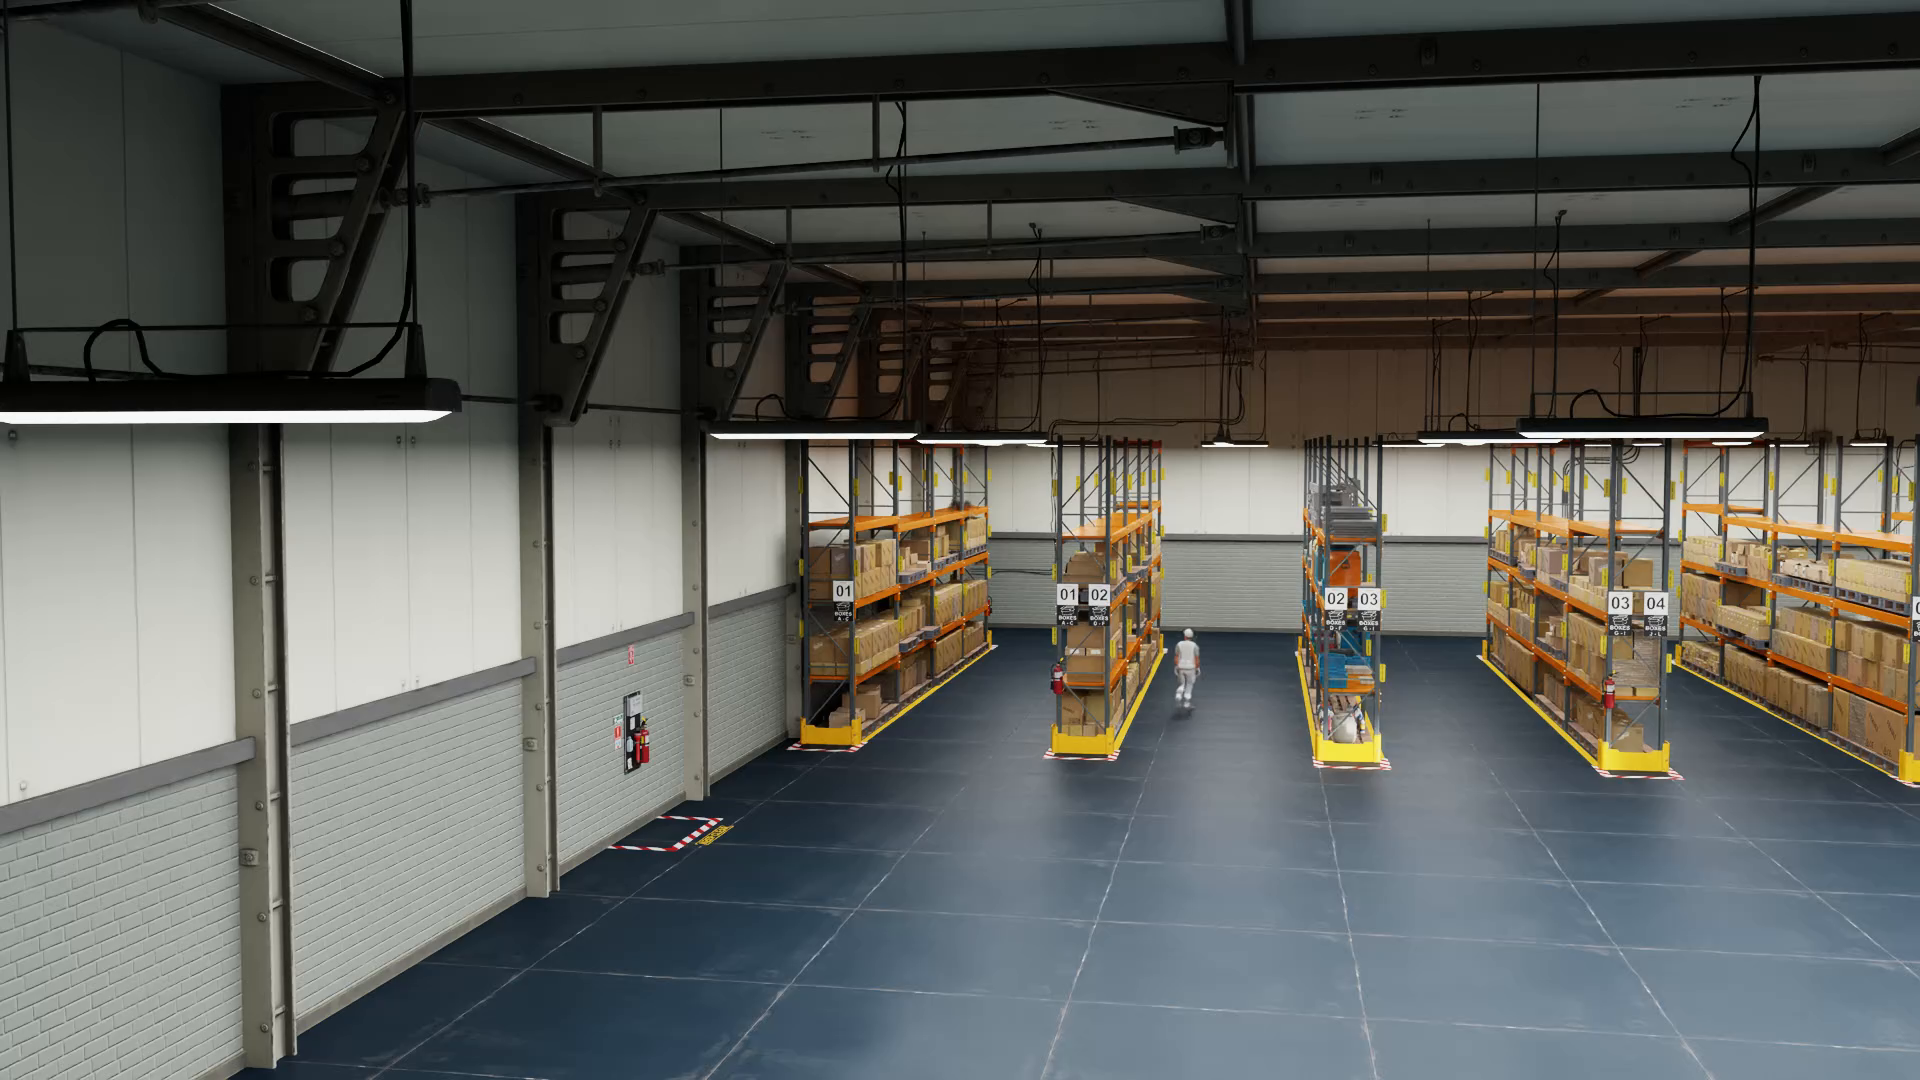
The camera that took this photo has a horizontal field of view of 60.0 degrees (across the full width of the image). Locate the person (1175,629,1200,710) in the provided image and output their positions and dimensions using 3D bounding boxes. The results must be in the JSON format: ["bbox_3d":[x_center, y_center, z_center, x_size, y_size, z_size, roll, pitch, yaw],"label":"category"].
[{"bbox_3d":[4.998,2.838,36.520,0.507,1.784,0.516,-3,4,-41],"label":"person"}]

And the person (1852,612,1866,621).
[{"bbox_3d":[24.505,2.402,45.287,1.077,1.736,0.604,0,3,6],"label":"person"}]
